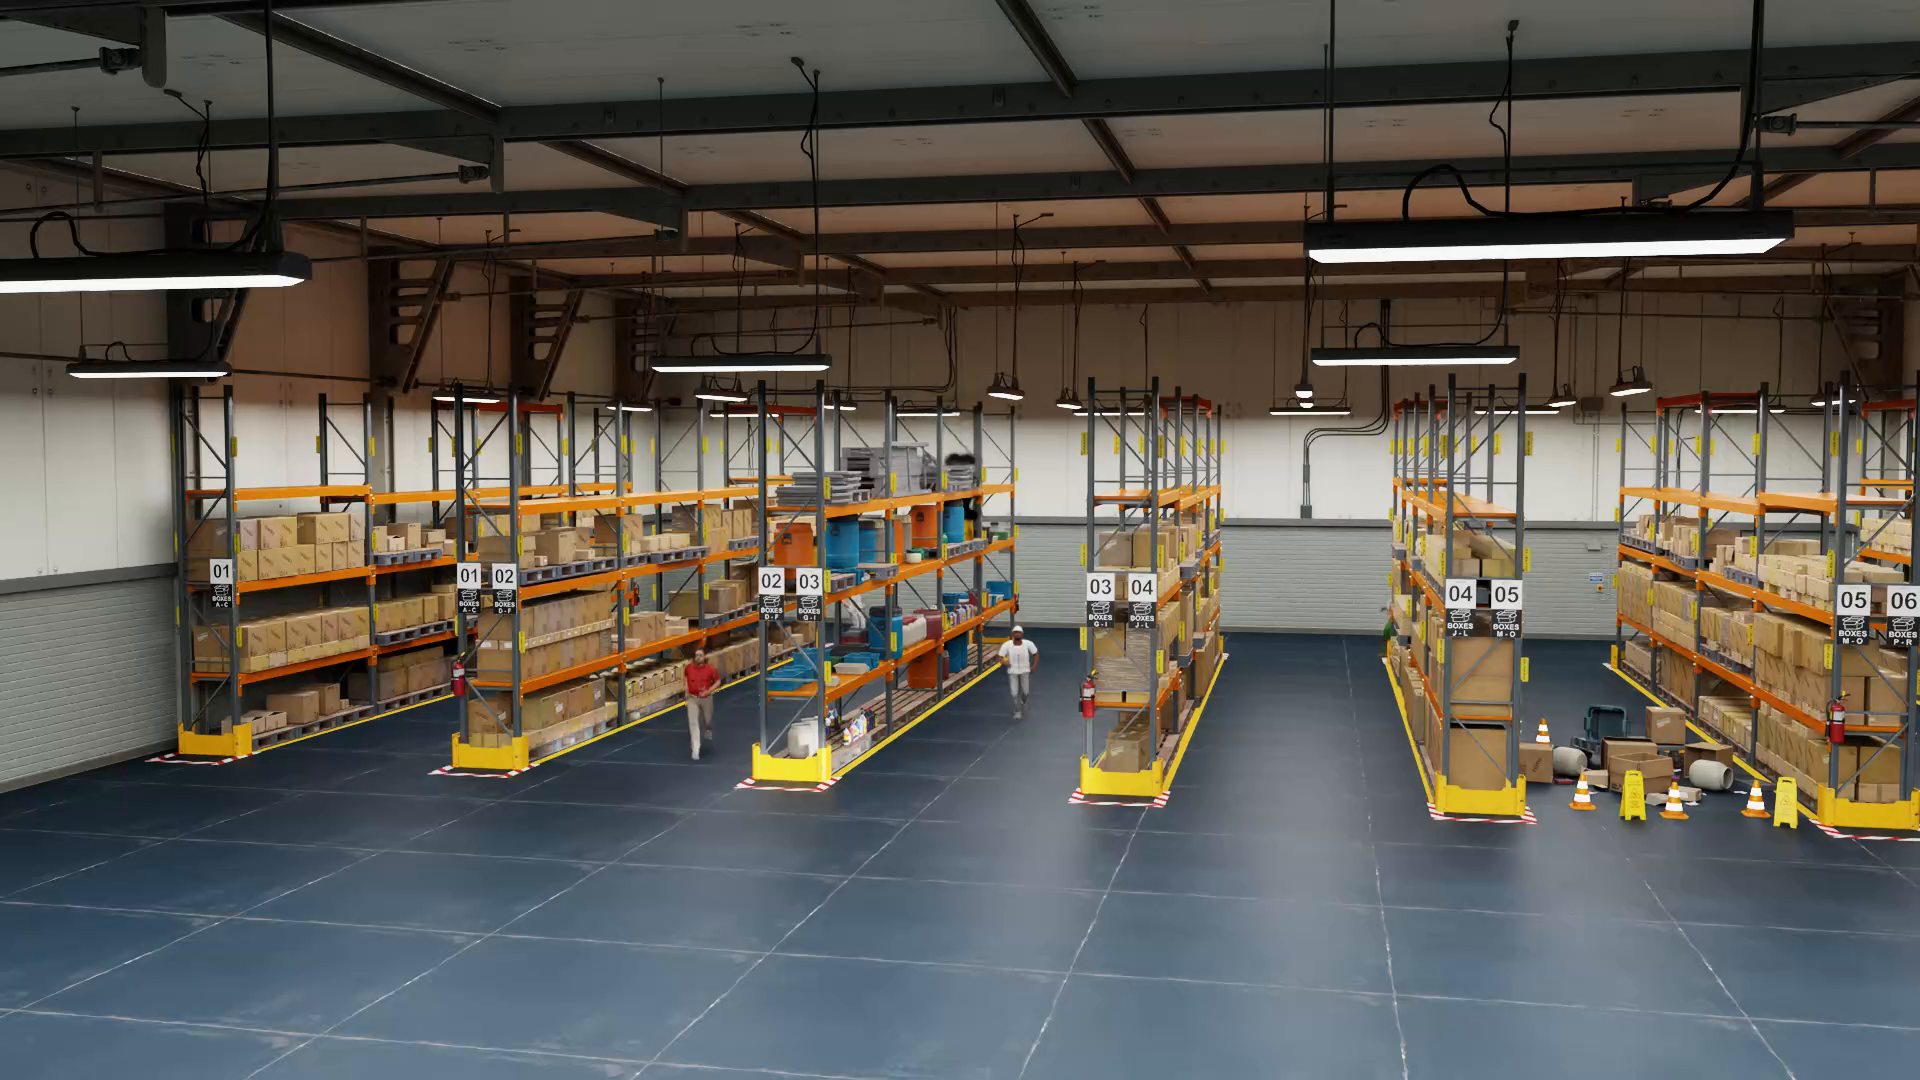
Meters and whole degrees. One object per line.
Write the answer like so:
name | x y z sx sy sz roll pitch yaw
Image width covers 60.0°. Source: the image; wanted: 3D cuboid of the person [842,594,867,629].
person | -2.641 1.801 41.807 0.718 1.762 0.746 -3 4 -42

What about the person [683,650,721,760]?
person | -4.208 2.655 27.119 0.631 1.742 1.114 0 3 -4

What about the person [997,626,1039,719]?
person | 1.070 2.429 30.442 0.770 1.721 0.526 0 3 -1

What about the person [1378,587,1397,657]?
person | 10.373 1.903 39.641 0.794 1.841 0.706 0 3 0
